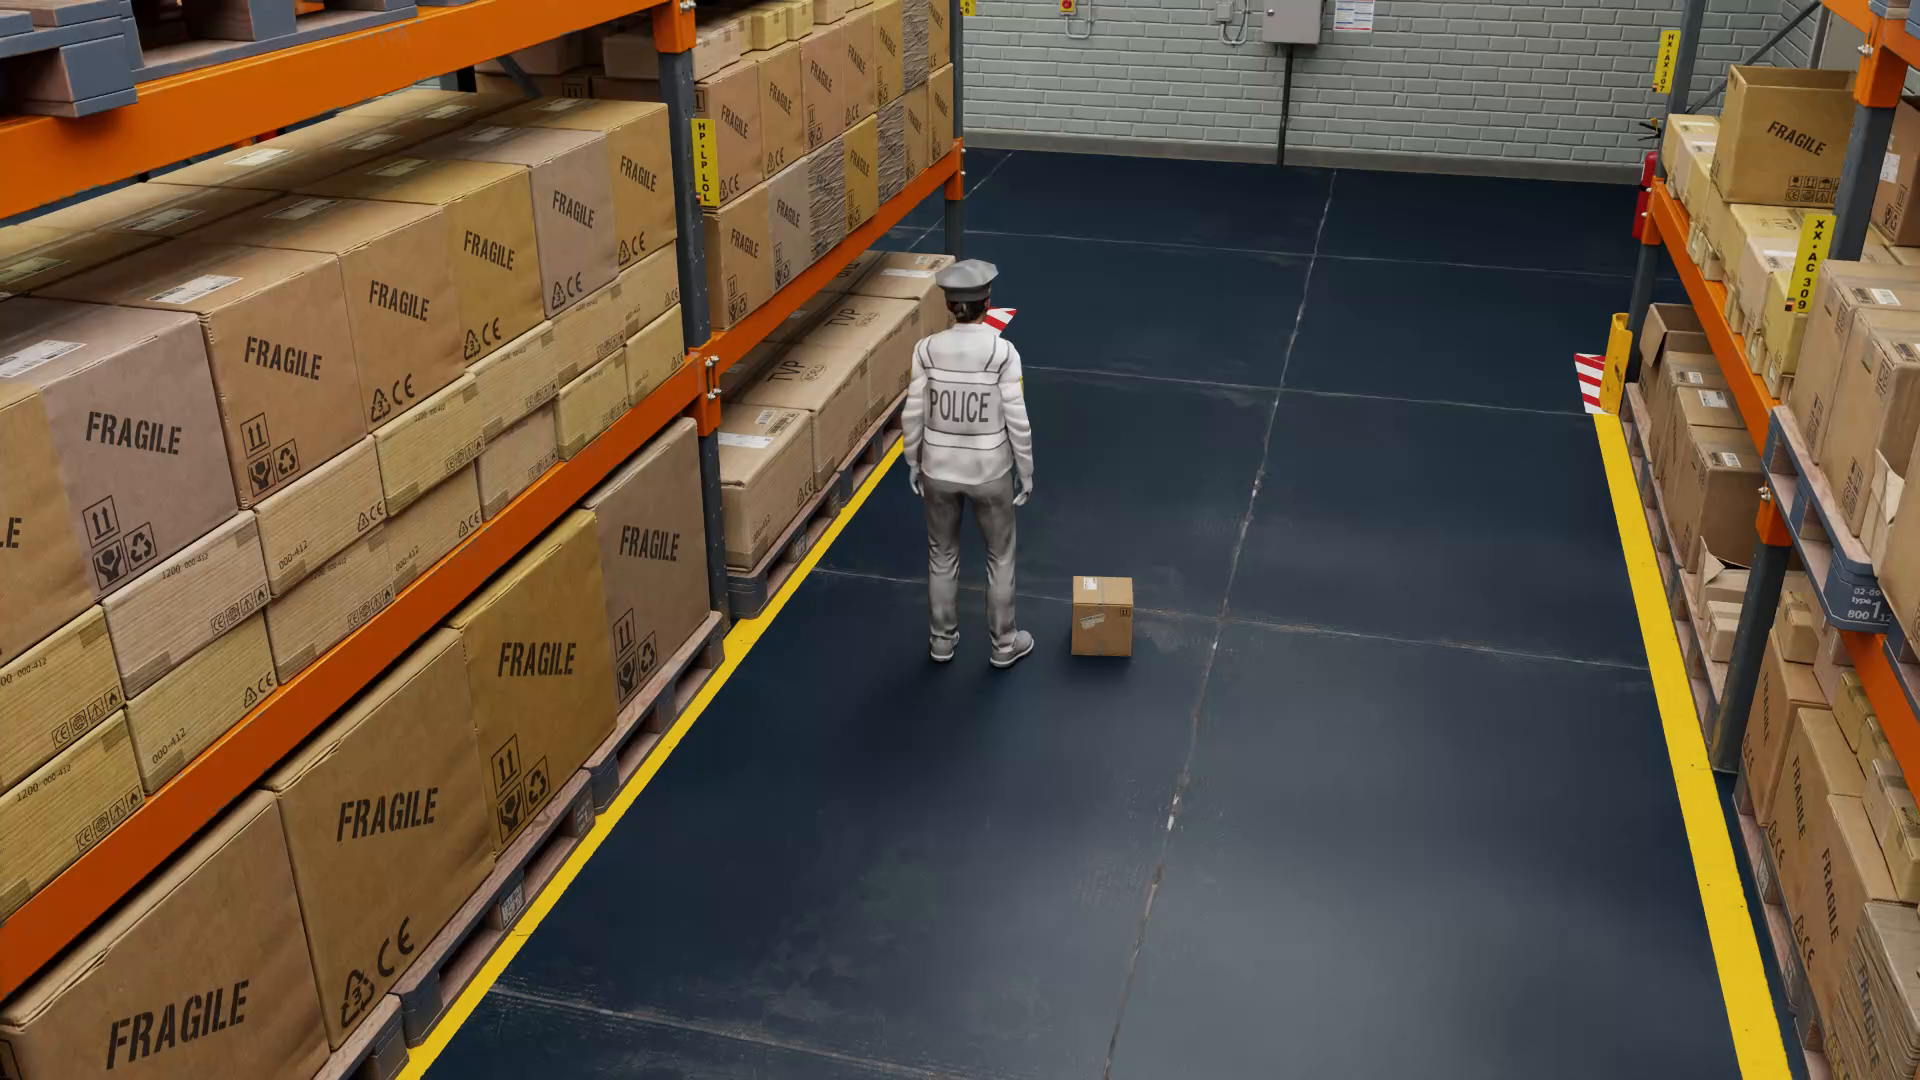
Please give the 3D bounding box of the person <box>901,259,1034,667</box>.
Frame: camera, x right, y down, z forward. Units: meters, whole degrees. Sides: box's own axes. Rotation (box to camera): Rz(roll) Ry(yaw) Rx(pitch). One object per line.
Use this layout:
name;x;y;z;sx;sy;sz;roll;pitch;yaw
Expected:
person;0.037;-0.279;6.691;0.530;1.663;0.347;6;26;13
